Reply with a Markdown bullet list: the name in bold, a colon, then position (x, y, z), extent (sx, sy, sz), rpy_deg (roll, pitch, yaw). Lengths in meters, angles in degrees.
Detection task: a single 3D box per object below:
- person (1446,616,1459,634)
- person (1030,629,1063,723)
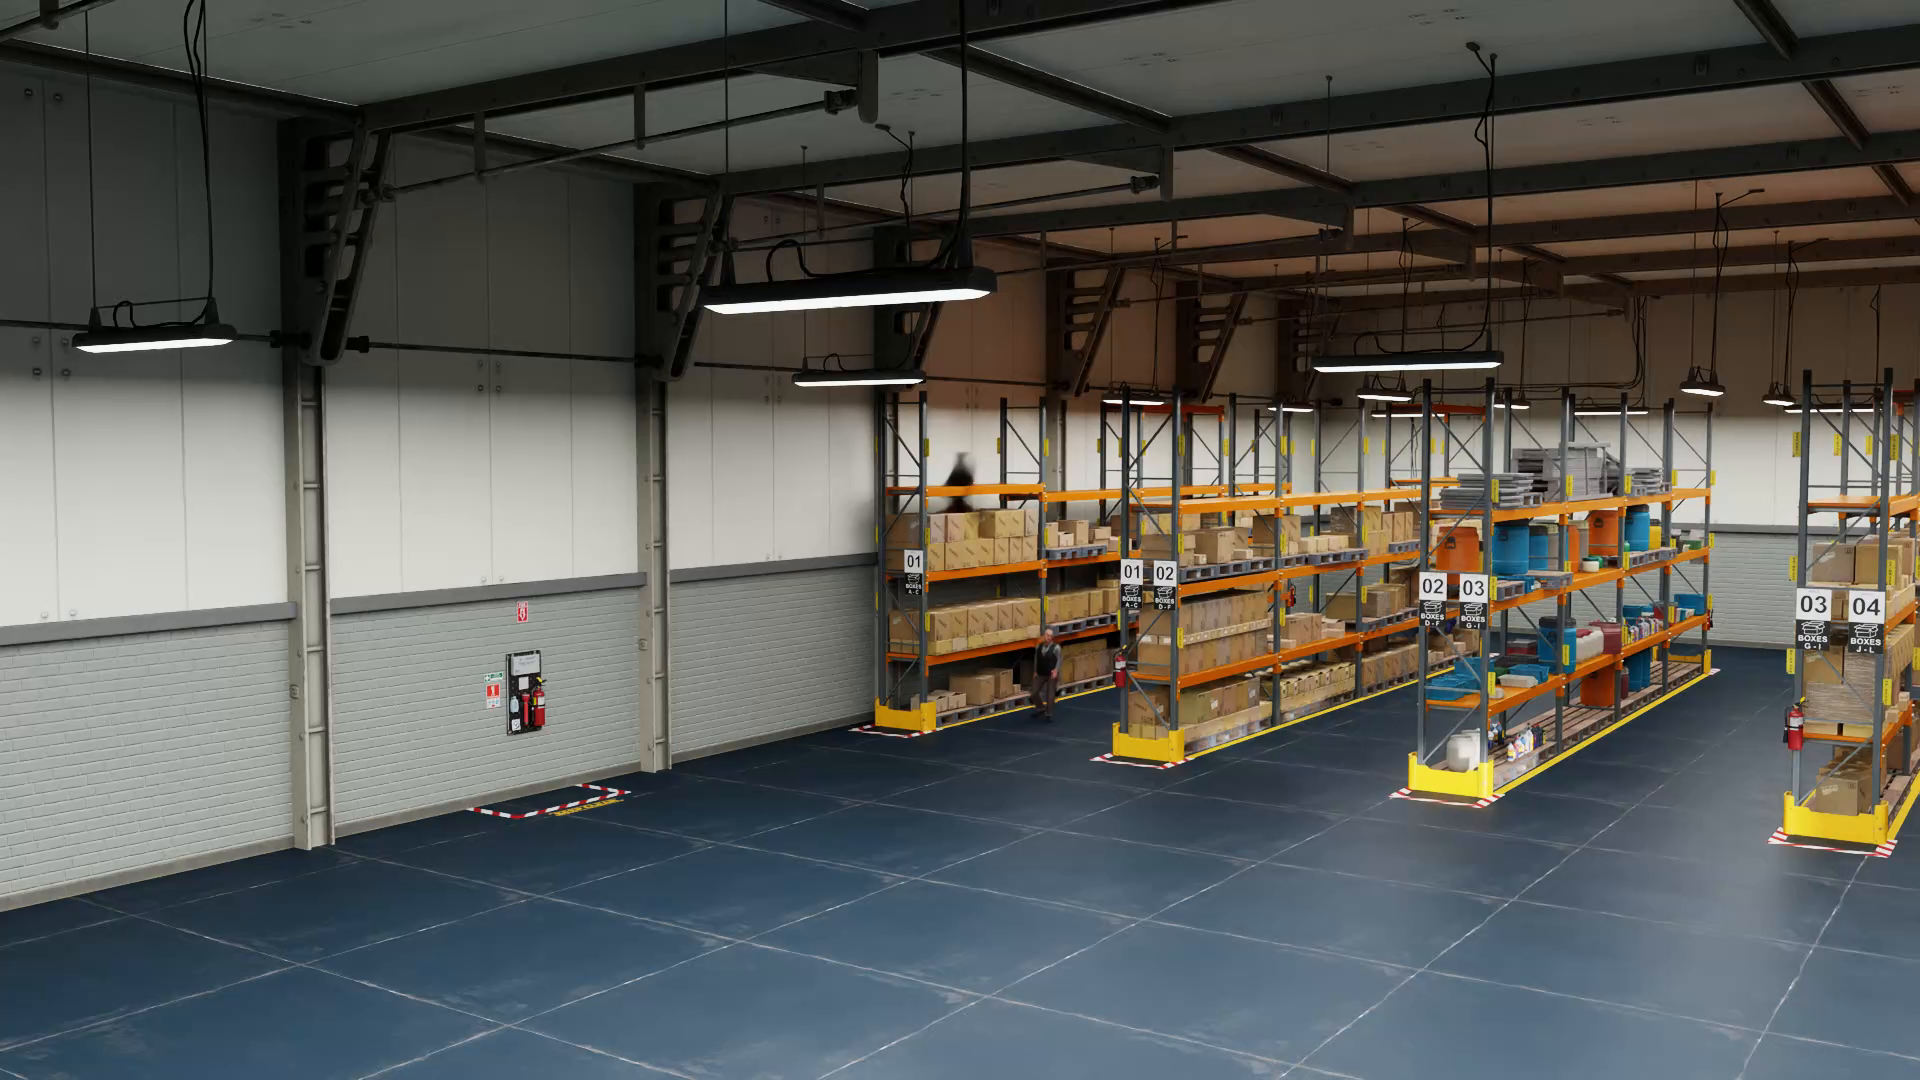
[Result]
- **person**: position (12.384, 1.964, 41.953), extent (0.610, 1.459, 0.897), rpy_deg (-1, 3, -10)
- **person**: position (1.544, 2.479, 30.238), extent (0.698, 1.711, 0.652), rpy_deg (1, 3, 22)
